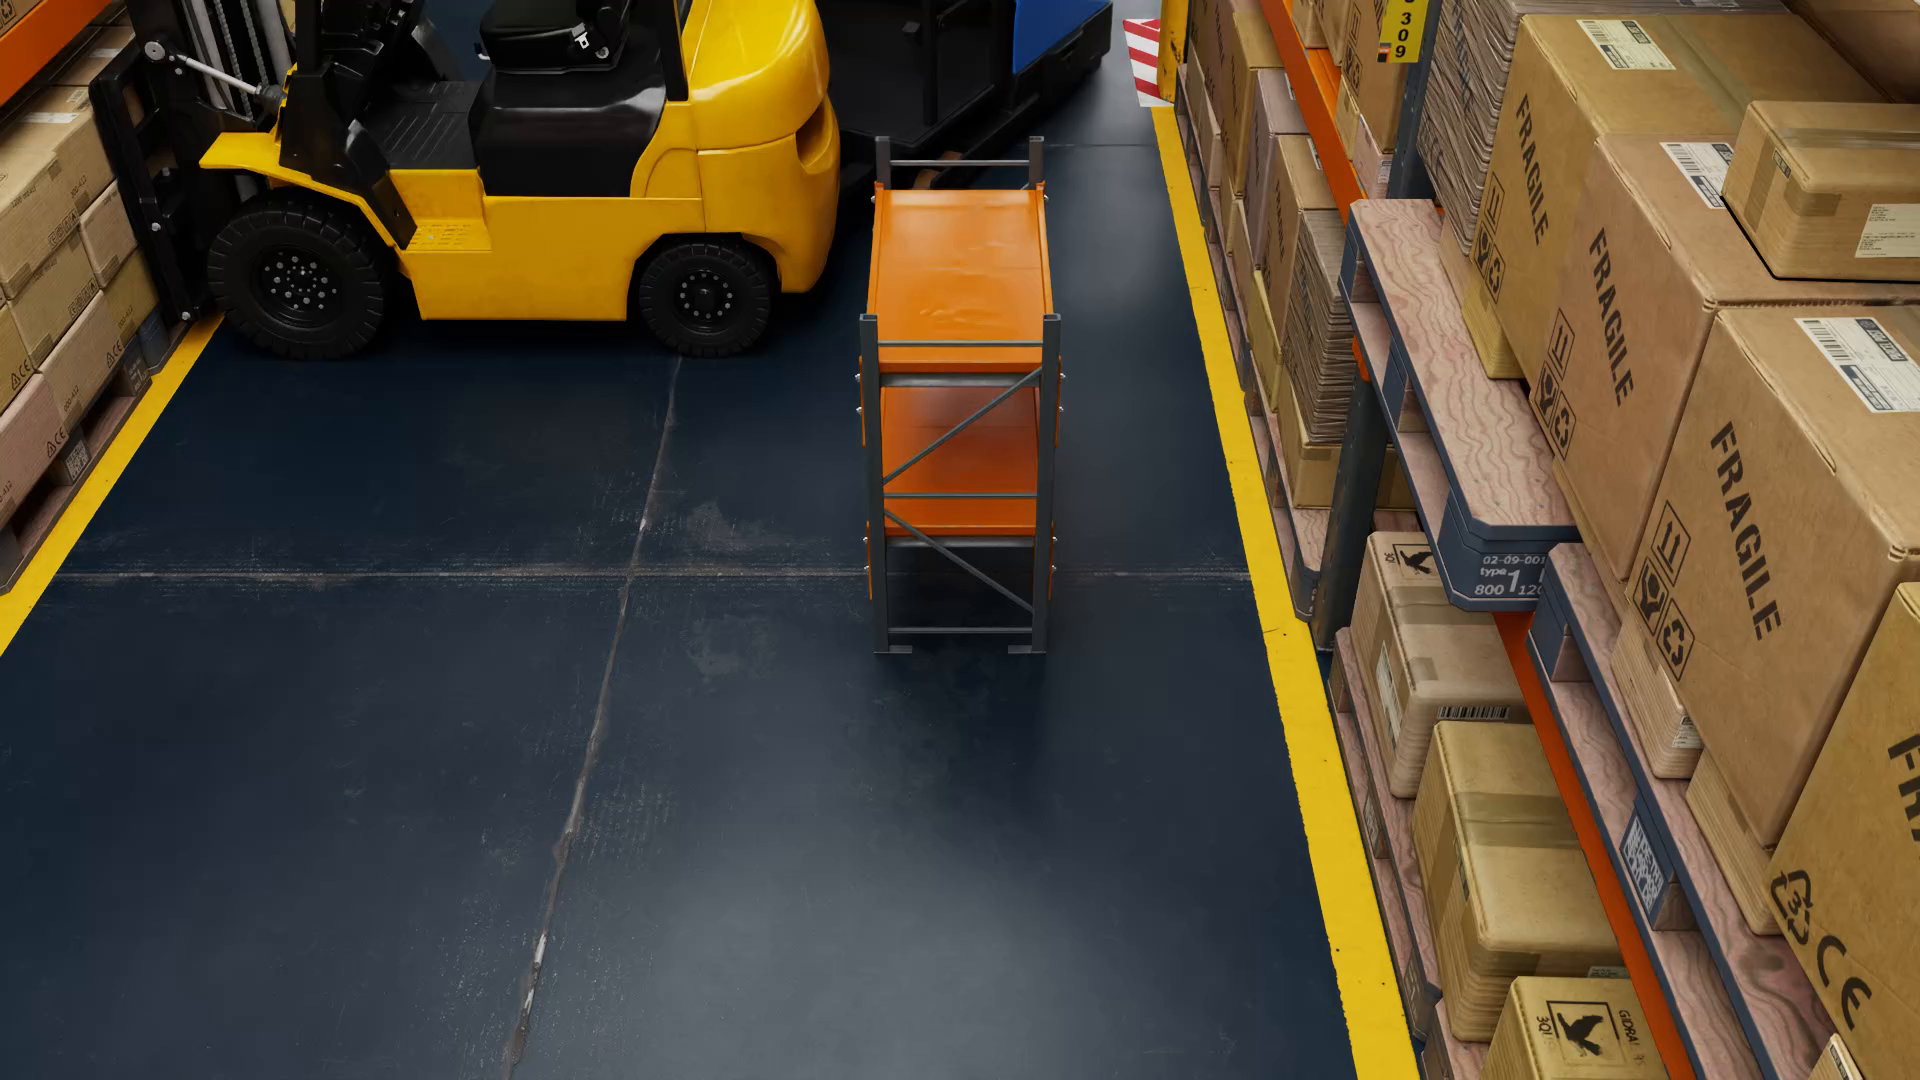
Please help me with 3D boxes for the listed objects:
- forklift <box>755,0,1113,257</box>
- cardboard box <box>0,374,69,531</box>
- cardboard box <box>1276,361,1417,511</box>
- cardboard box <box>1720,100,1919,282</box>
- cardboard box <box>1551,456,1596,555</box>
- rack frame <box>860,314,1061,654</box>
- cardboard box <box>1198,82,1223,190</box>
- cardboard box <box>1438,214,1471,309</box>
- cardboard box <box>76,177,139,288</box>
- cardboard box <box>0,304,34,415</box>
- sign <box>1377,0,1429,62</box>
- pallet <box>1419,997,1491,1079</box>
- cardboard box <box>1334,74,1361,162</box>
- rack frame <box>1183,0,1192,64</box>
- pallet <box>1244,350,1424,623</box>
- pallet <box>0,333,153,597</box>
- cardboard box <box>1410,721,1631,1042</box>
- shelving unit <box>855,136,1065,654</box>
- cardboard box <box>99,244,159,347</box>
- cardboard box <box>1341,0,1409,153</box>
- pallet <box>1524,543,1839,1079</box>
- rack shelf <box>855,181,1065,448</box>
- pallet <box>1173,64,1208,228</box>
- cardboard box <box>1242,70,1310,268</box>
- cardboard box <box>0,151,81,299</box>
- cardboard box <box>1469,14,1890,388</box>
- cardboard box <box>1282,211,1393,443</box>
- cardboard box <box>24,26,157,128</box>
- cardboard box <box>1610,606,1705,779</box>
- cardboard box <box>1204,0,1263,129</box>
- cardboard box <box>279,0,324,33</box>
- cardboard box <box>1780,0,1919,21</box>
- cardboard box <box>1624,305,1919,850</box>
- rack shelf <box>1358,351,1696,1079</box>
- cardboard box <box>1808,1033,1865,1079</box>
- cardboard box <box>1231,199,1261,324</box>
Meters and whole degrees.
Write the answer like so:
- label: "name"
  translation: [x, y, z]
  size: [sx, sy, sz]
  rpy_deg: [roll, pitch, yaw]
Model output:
- label: "forklift"
  translation: [-0.423, -2.856, 6.470]
  size: [1.130, 2.935, 3.031]
  rpy_deg: [19, 43, 22]
- label: "cardboard box"
  translation: [-3.096, -0.266, 5.047]
  size: [0.500, 0.250, 0.500]
  rpy_deg: [0, 39, 0]
- label: "cardboard box"
  translation: [1.268, -0.339, 5.138]
  size: [0.500, 0.250, 0.500]
  rpy_deg: [2, 39, 2]
- label: "cardboard box"
  translation: [1.288, -0.477, 2.275]
  size: [0.380, 0.149, 0.250]
  rpy_deg: [2, 39, 2]
- label: "cardboard box"
  translation: [1.249, -0.105, 2.847]
  size: [0.380, 0.149, 0.250]
  rpy_deg: [1, 39, 1]
- label: "rack frame"
  translation: [0.001, -0.117, 4.496]
  size: [0.500, 1.125, 0.032]
  rpy_deg: [0, 39, 0]
- label: "cardboard box"
  translation: [1.250, -1.647, 6.770]
  size: [0.500, 0.250, 0.500]
  rpy_deg: [1, 39, 2]
- label: "cardboard box"
  translation: [1.222, -0.599, 3.464]
  size: [0.380, 0.149, 0.250]
  rpy_deg: [0, 39, 1]
- label: "cardboard box"
  translation: [-3.110, -1.091, 5.676]
  size: [0.500, 0.250, 0.500]
  rpy_deg: [0, 39, 0]
- label: "cardboard box"
  translation: [-3.118, -0.462, 4.890]
  size: [0.500, 0.250, 0.500]
  rpy_deg: [0, 39, 0]
- label: "sign"
  translation: [0.995, -1.211, 3.671]
  size: [0.100, 0.325, 0.005]
  rpy_deg: [0, 39, 0]
- label: "pallet"
  translation: [1.544, 1.461, 3.258]
  size: [1.003, 0.211, 1.213]
  rpy_deg: [0, 39, 0]
- label: "cardboard box"
  translation: [1.225, -1.137, 4.472]
  size: [0.380, 0.149, 0.250]
  rpy_deg: [1, 39, 1]
- label: "rack frame"
  translation: [1.533, -3.380, 7.069]
  size: [1.000, 3.000, 0.127]
  rpy_deg: [0, 39, 0]
- label: "pallet"
  translation: [1.501, -0.211, 5.344]
  size: [1.003, 0.211, 1.213]
  rpy_deg: [0, 39, 0]
- label: "pallet"
  translation: [-3.385, -0.282, 5.433]
  size: [1.003, 0.211, 1.213]
  rpy_deg: [0, 39, 0]
- label: "cardboard box"
  translation: [1.545, 0.760, 3.668]
  size: [0.950, 0.372, 0.625]
  rpy_deg: [2, 39, 3]
- label: "shelving unit"
  translation: [0.000, -0.435, 4.893]
  size: [0.538, 1.125, 1.048]
  rpy_deg: [0, 39, 0]
- label: "cardboard box"
  translation: [-3.128, -0.905, 5.844]
  size: [0.500, 0.250, 0.500]
  rpy_deg: [1, 39, 1]
- label: "cardboard box"
  translation: [1.288, -1.312, 4.170]
  size: [0.500, 0.500, 0.500]
  rpy_deg: [-1, 39, -1]
- label: "pallet"
  translation: [1.499, 0.460, 2.431]
  size: [1.003, 0.211, 1.213]
  rpy_deg: [0, 39, 0]
- label: "rack shelf"
  translation: [0.000, -0.663, 4.710]
  size: [0.538, 0.278, 1.000]
  rpy_deg: [0, 39, 0]
- label: "pallet"
  translation: [1.498, -1.736, 7.248]
  size: [1.003, 0.211, 1.213]
  rpy_deg: [0, 39, 0]
- label: "cardboard box"
  translation: [1.264, -1.269, 5.698]
  size: [0.500, 0.500, 0.500]
  rpy_deg: [2, 39, 2]
- label: "cardboard box"
  translation: [-3.104, -0.976, 5.133]
  size: [0.500, 0.250, 0.500]
  rpy_deg: [0, 39, 0]
- label: "cardboard box"
  translation: [1.252, -0.591, 2.935]
  size: [0.500, 0.500, 0.500]
  rpy_deg: [0, 39, 0]
- label: "cardboard box"
  translation: [1.268, -0.632, 4.903]
  size: [0.500, 0.500, 0.500]
  rpy_deg: [-1, 39, -1]
- label: "cardboard box"
  translation: [-3.108, -1.616, 5.931]
  size: [0.500, 0.250, 0.500]
  rpy_deg: [-1, 39, -1]
- label: "cardboard box"
  translation: [1.196, 0.216, 2.446]
  size: [0.380, 0.149, 0.250]
  rpy_deg: [1, 39, 2]
- label: "cardboard box"
  translation: [1.263, -1.917, 6.507]
  size: [0.500, 0.500, 0.500]
  rpy_deg: [-1, 39, -2]
- label: "cardboard box"
  translation: [-3.118, -2.356, 7.255]
  size: [0.500, 0.250, 0.500]
  rpy_deg: [0, 39, -1]
- label: "cardboard box"
  translation: [1.767, -0.909, 3.332]
  size: [0.500, 0.500, 0.500]
  rpy_deg: [-1, 39, -1]
- label: "cardboard box"
  translation: [1.250, 0.039, 2.149]
  size: [0.500, 0.500, 0.500]
  rpy_deg: [-2, 39, -2]
- label: "rack shelf"
  translation: [1.540, 0.653, 2.612]
  size: [1.077, 0.370, 4.000]
  rpy_deg: [0, 39, 0]
- label: "cardboard box"
  translation: [1.182, 0.697, 1.846]
  size: [0.380, 0.149, 0.250]
  rpy_deg: [1, 39, 1]
- label: "cardboard box"
  translation: [1.261, -0.990, 5.950]
  size: [0.500, 0.250, 0.500]
  rpy_deg: [1, 39, 1]
